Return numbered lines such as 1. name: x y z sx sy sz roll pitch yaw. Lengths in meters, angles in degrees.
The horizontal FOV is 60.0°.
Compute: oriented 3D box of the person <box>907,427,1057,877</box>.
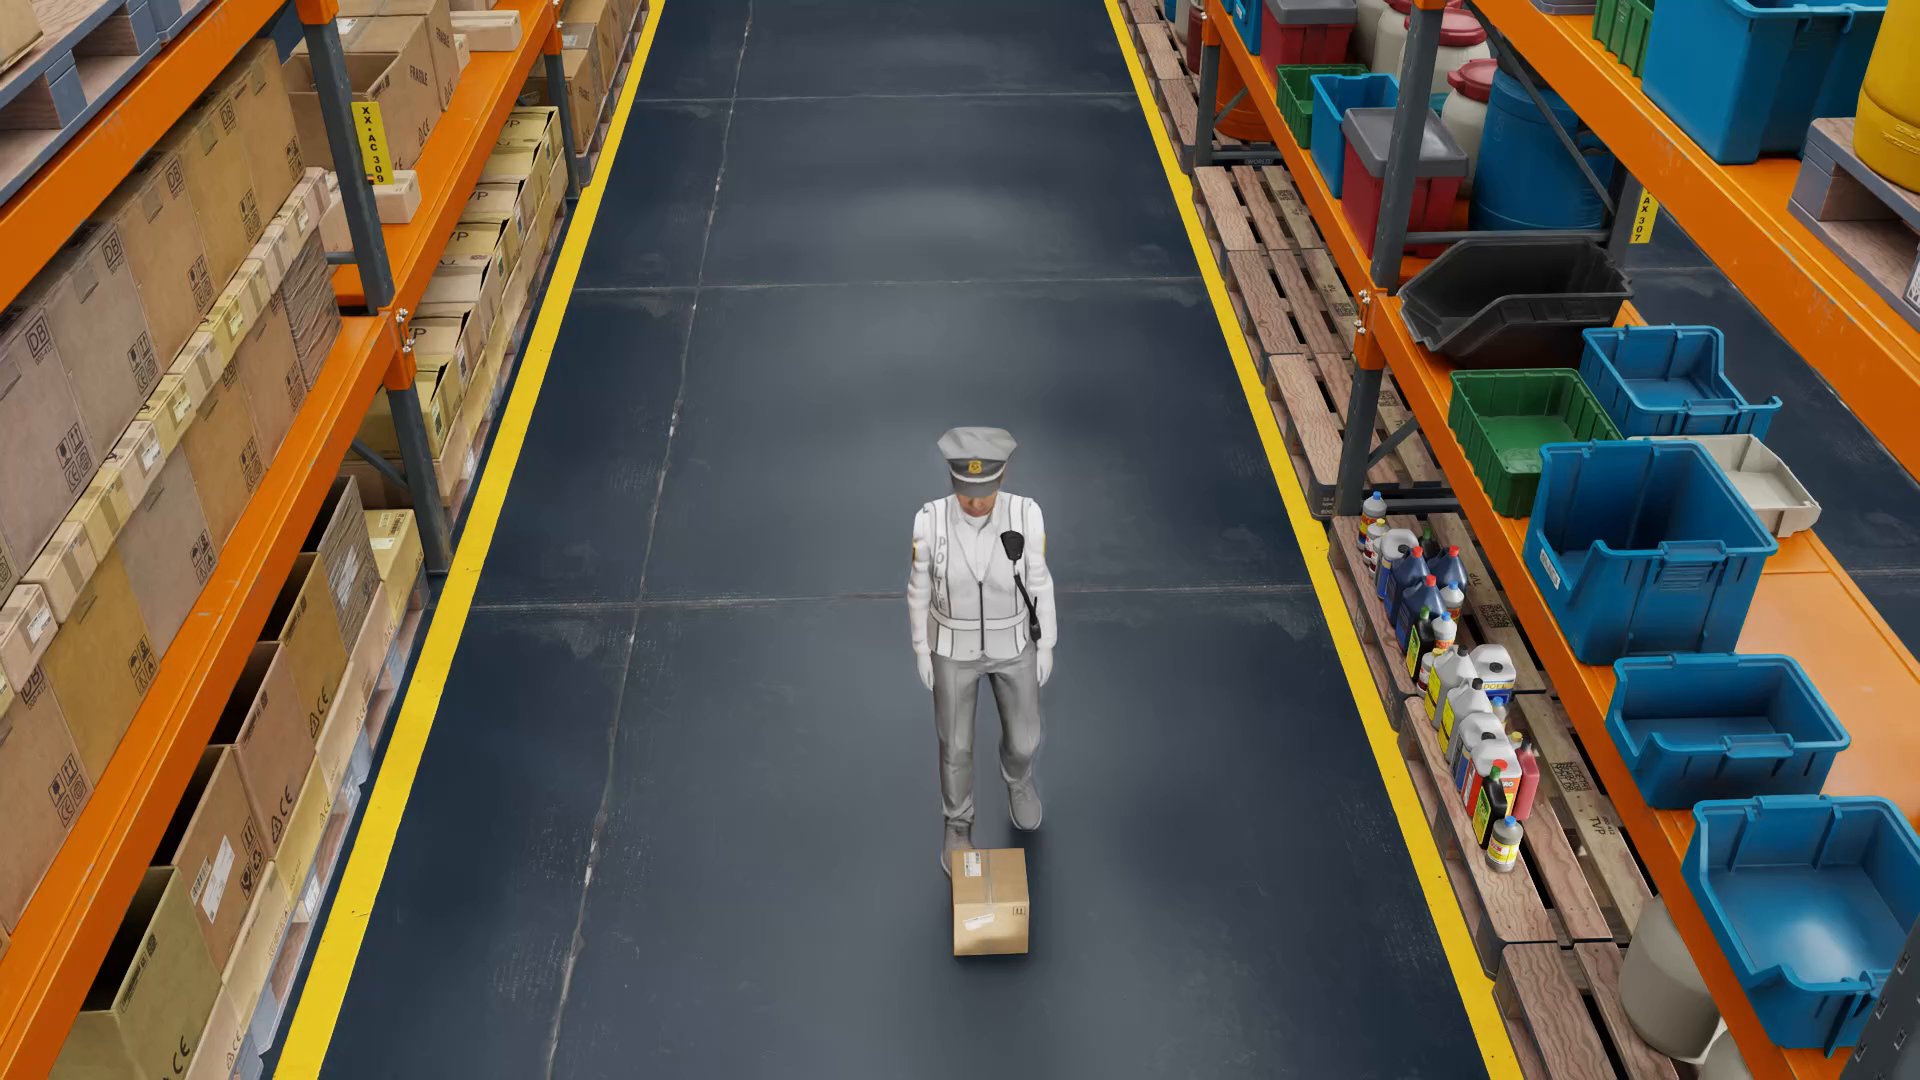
1. person: 0.076 0.393 5.593 0.499 1.698 0.482 -1 35 -2
